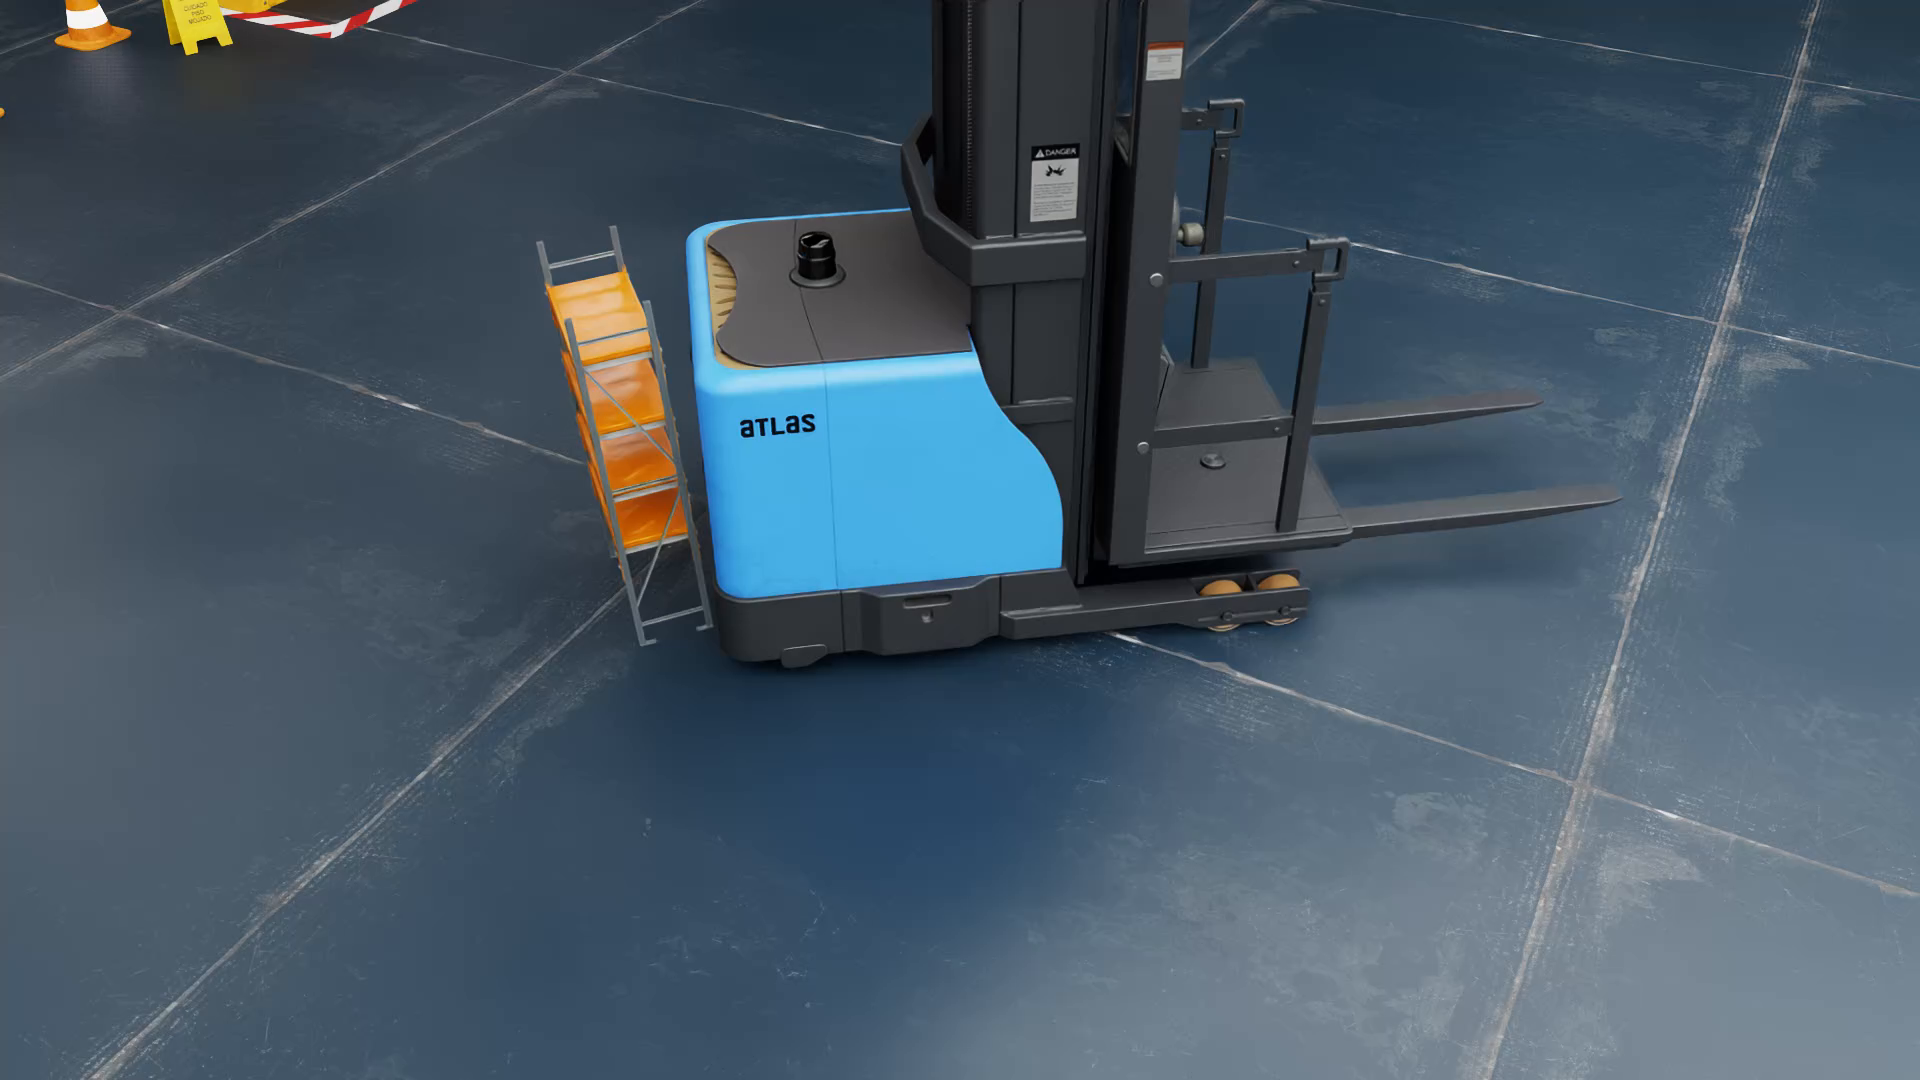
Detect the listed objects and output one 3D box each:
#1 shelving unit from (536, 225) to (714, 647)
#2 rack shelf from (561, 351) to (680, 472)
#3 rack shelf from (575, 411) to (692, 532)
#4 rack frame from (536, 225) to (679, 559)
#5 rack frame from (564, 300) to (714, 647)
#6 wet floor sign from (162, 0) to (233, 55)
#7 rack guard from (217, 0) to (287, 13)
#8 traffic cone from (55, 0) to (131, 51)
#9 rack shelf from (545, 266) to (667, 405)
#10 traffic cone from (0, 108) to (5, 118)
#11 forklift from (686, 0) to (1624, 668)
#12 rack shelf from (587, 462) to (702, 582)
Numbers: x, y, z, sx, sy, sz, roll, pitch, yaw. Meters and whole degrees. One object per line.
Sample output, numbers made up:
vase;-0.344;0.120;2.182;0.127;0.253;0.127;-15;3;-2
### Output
shelving unit;-1.025;-0.301;5.143;0.258;1.200;0.503;-15;40;-14
rack shelf;-1.034;-0.424;5.046;0.258;0.148;0.480;-15;40;-14
rack shelf;-1.022;-0.249;5.184;0.258;0.148;0.480;-15;40;-14
rack frame;-1.110;-0.440;5.325;0.240;1.200;0.015;-15;40;-14
rack frame;-0.941;-0.163;4.960;0.240;1.200;0.015;-15;40;-14
wet floor sign;-4.318;-3.080;9.274;0.267;0.644;0.232;-29;46;-33
rack guard;-4.062;-3.671;10.172;0.348;0.500;1.175;17;41;21
traffic cone;-4.970;-3.062;9.401;0.334;0.463;0.336;17;41;21
rack shelf;-1.047;-0.609;4.899;0.258;0.148;0.480;-15;40;-14
traffic cone;-5.179;-2.371;8.491;0.334;0.463;0.336;17;41;21
forklift;0.677;-1.184;4.886;3.031;2.935;1.130;-6;38;-7
rack shelf;-1.011;-0.093;5.307;0.258;0.148;0.480;-15;40;-14
